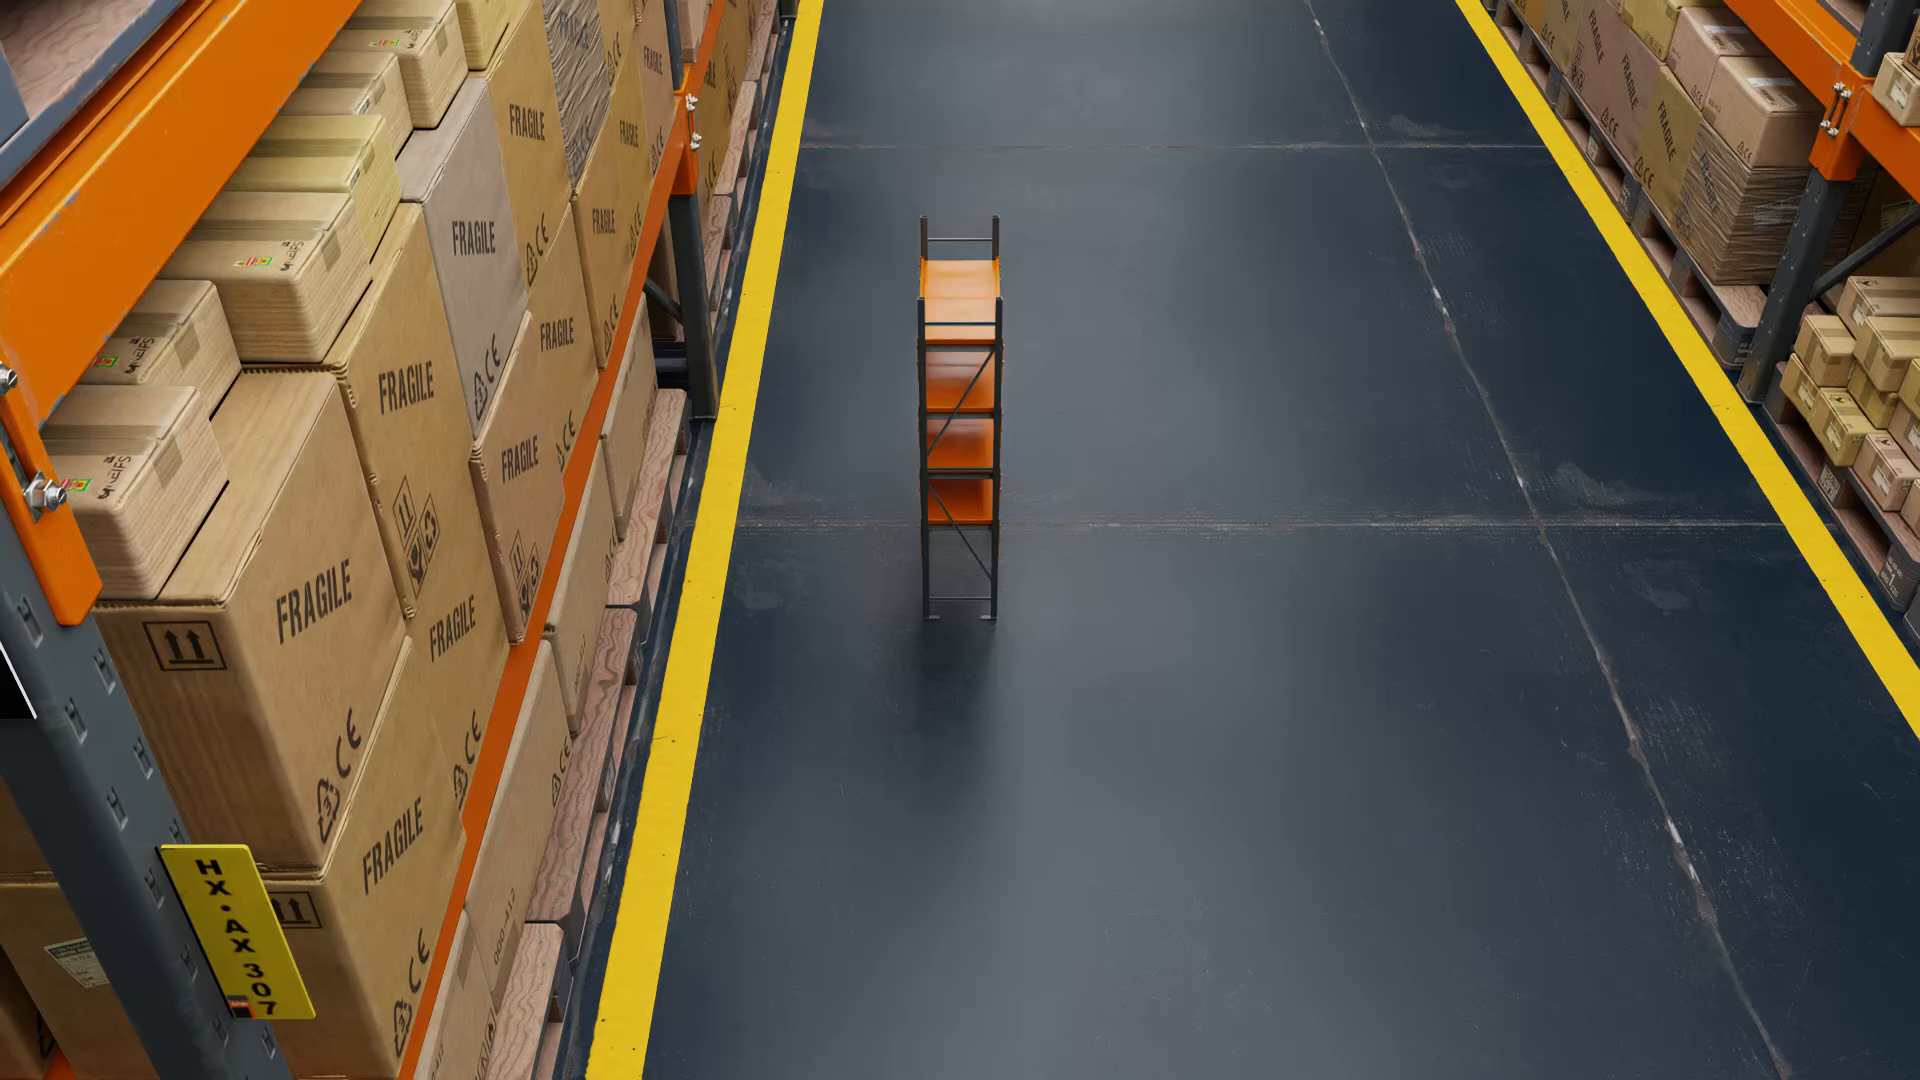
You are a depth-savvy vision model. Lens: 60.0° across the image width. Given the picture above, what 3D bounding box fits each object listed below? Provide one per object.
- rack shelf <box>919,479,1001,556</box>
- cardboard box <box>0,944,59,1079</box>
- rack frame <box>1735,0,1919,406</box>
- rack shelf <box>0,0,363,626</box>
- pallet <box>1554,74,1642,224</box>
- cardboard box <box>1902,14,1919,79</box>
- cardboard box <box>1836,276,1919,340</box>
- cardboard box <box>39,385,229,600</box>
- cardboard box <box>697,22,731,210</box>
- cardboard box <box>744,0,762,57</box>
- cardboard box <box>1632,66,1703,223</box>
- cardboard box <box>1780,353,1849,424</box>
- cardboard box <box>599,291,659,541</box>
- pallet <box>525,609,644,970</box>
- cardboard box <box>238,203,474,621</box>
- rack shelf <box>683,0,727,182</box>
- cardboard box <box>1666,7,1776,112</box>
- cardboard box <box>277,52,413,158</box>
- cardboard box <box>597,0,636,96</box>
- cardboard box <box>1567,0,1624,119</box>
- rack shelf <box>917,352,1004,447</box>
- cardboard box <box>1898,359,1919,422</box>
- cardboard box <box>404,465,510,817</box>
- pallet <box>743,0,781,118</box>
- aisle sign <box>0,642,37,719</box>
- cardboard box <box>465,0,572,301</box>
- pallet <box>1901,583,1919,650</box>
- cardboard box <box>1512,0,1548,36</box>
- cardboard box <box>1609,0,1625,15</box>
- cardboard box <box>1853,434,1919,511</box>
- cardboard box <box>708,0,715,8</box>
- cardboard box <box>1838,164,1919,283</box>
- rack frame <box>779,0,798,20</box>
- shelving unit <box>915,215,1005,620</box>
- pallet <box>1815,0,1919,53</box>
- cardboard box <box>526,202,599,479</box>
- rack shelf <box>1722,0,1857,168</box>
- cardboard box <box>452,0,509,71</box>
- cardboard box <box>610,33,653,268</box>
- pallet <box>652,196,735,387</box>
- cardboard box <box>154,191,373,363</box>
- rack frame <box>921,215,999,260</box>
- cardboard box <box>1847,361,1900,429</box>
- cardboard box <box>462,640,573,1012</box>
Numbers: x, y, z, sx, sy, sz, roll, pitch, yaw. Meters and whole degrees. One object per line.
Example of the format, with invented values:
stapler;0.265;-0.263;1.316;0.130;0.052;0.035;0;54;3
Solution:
rack shelf;0.000;-0.157;5.412;0.258;0.148;0.480;0;39;0
cardboard box;-1.685;0.502;2.645;0.500;0.500;0.500;0;39;0
rack frame;3.526;-1.726;5.505;1.000;3.000;0.127;0;39;0
rack shelf;-1.422;-1.298;3.148;1.077;0.370;4.000;0;39;0
pallet;3.519;-1.890;7.939;1.003;0.211;1.213;0;39;0
cardboard box;3.274;-1.571;4.994;0.500;0.500;0.500;-1;39;-1
cardboard box;3.319;-0.794;5.810;0.380;0.149;0.250;1;39;2
cardboard box;-1.143;-0.062;2.031;0.380;0.149;0.250;1;39;1
cardboard box;-1.514;-1.947;7.144;0.875;0.875;0.875;1;39;1
cardboard box;-1.511;-3.063;8.537;0.875;0.875;0.875;0;39;0
cardboard box;3.273;-1.698;7.133;0.500;0.500;0.500;-1;39;-1
cardboard box;3.205;-0.550;5.981;0.380;0.149;0.250;-2;39;-2
cardboard box;-1.531;-0.431;5.602;0.875;0.438;0.875;-1;39;-1
pallet;-1.497;0.669;4.746;1.003;0.211;1.213;0;39;0
cardboard box;-1.143;-0.211;2.735;0.500;0.500;0.500;-1;39;-1
rack shelf;-1.426;-2.629;7.208;1.077;0.370;4.000;0;39;0
cardboard box;3.285;-1.994;6.903;0.500;0.250;0.500;2;39;2
cardboard box;-1.172;-0.718;2.849;0.380;0.149;0.250;0;39;0
cardboard box;-1.155;-1.476;4.314;0.500;0.500;0.500;-1;39;-1
cardboard box;3.276;-2.338;7.932;0.500;0.500;0.500;-1;39;-1
rack shelf;0.000;-0.487;5.148;0.258;0.148;0.480;0;39;0
cardboard box;3.310;-0.464;5.398;0.380;0.149;0.250;-1;39;-1
cardboard box;-1.161;0.186;3.039;0.500;0.500;0.500;-1;39;-1
pallet;-1.503;-2.579;8.800;1.003;0.211;1.213;0;39;0
aisle sign;-1.129;-0.128;1.432;0.394;0.787;0.004;0;39;0
cardboard box;-1.153;-0.844;3.526;0.500;0.500;0.500;0;39;0
pallet;3.566;0.547;4.899;1.003;0.211;1.213;0;39;0
cardboard box;3.267;-2.973;8.725;0.500;0.500;0.500;-2;39;-2
cardboard box;3.268;-2.651;7.722;0.500;0.250;0.500;0;39;0
cardboard box;3.258;-0.228;5.579;0.380;0.149;0.250;0;39;0
cardboard box;-1.163;-2.200;6.216;0.500;0.250;0.500;-1;39;-1
cardboard box;3.790;-1.377;6.732;0.500;0.500;0.500;1;39;2
rack frame;-1.429;-4.161;8.543;1.000;3.000;0.127;0;39;0
shelving unit;0.000;-0.365;5.246;0.258;1.200;0.503;0;39;0
pallet;3.670;-2.129;6.162;1.003;0.211;1.213;0;39;0
cardboard box;-1.161;-0.445;3.827;0.500;0.500;0.500;1;39;1
rack shelf;3.524;-2.696;7.291;1.077;0.370;4.000;0;39;0
cardboard box;-1.103;-1.032;3.241;0.380;0.149;0.250;-1;39;-1
cardboard box;-1.162;-1.087;4.627;0.500;0.500;0.500;-1;39;-1
pallet;-1.500;-1.054;6.896;1.003;0.211;1.213;0;39;0
cardboard box;-1.100;-0.389;2.438;0.380;0.149;0.250;1;39;1
rack frame;0.000;-0.517;5.436;0.240;1.200;0.015;0;39;0
cardboard box;3.296;-0.508;5.692;0.380;0.149;0.250;0;39;0
cardboard box;-1.530;0.693;4.199;0.875;0.438;0.875;1;39;1
